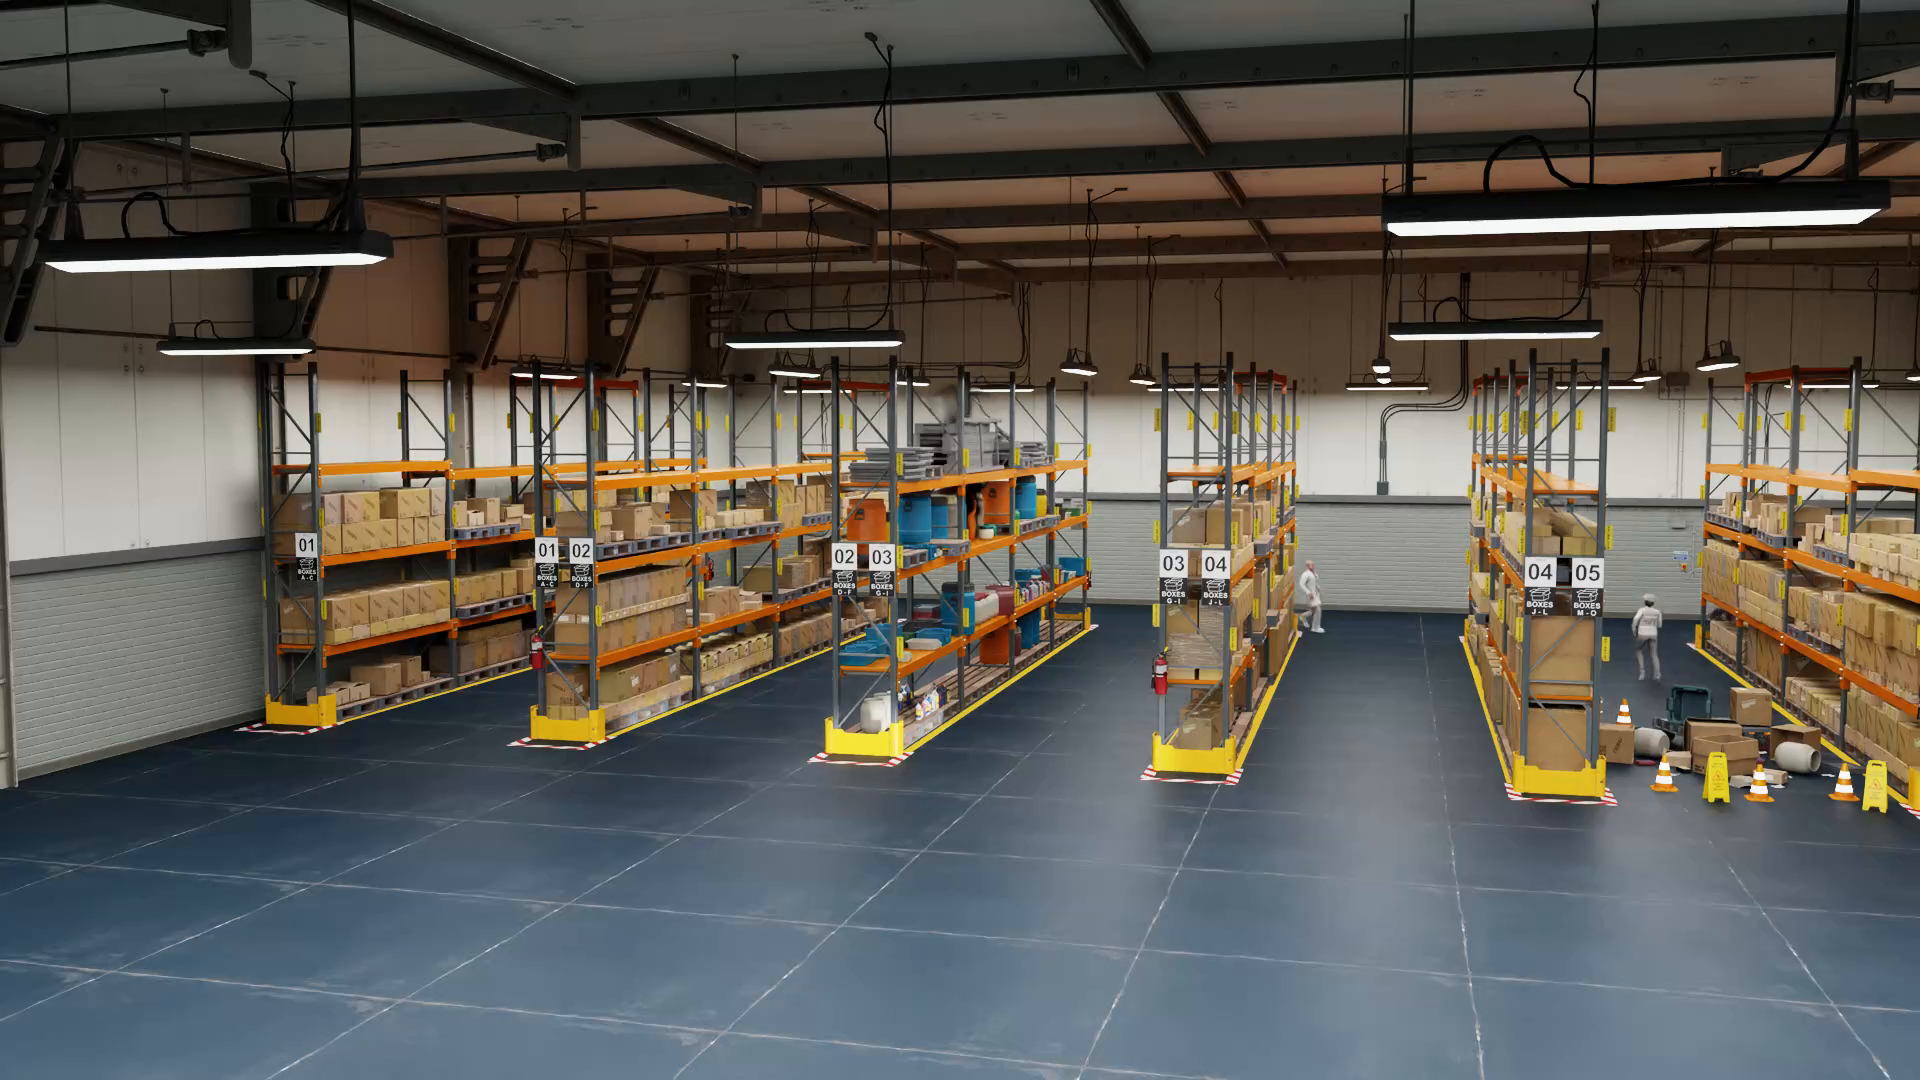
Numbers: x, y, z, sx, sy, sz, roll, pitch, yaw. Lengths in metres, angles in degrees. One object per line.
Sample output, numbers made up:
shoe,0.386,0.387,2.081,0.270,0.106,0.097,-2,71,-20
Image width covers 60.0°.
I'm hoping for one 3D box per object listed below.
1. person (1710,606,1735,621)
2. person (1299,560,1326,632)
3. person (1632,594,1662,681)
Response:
person,17.504,1.468,37.959,0.789,1.679,0.687,1,4,14
person,8.353,1.344,39.837,0.751,1.735,0.747,3,5,40
person,13.251,1.906,32.052,0.620,1.725,0.759,1,4,8
